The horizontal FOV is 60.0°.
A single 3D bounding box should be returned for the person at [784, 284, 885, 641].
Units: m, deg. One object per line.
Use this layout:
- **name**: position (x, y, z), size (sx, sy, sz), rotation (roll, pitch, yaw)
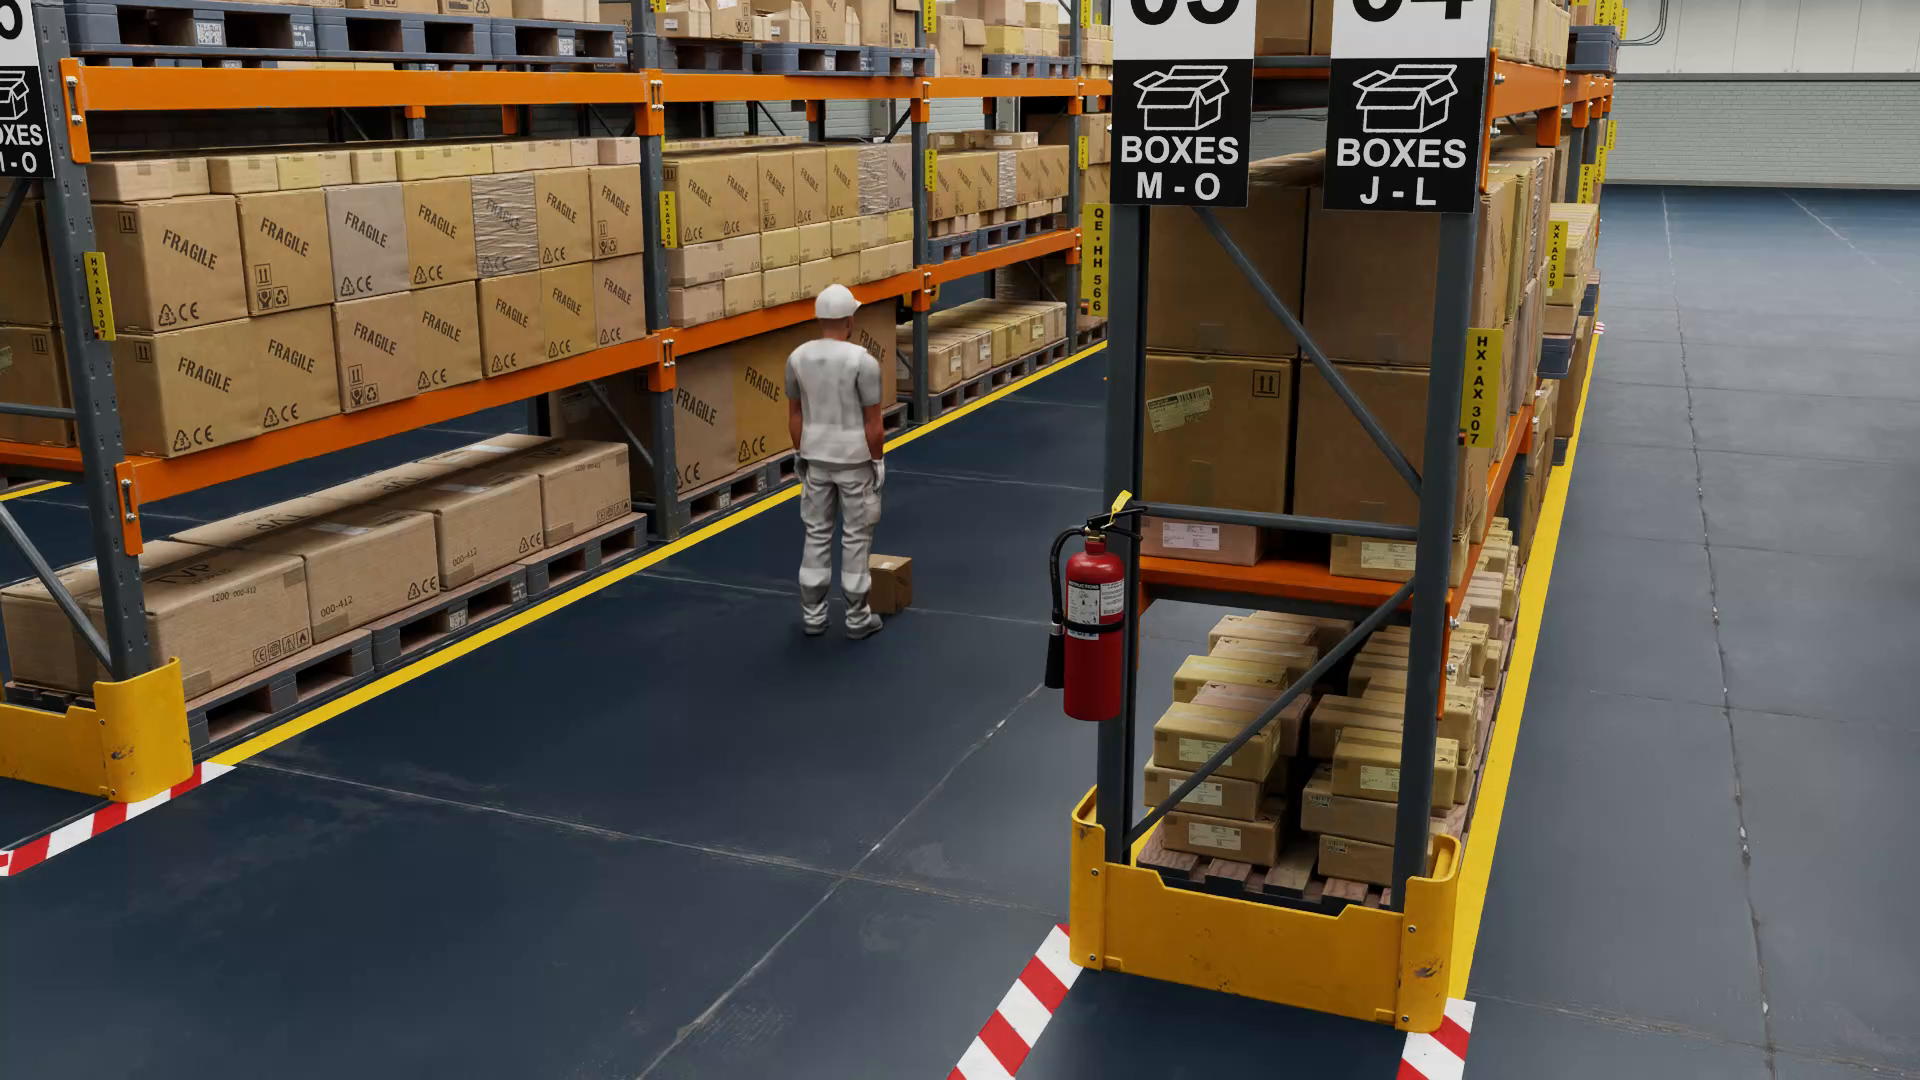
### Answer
- **person**: position (-0.607, -0.390, 8.401), size (0.529, 1.797, 0.354), rotation (6, 16, 22)
